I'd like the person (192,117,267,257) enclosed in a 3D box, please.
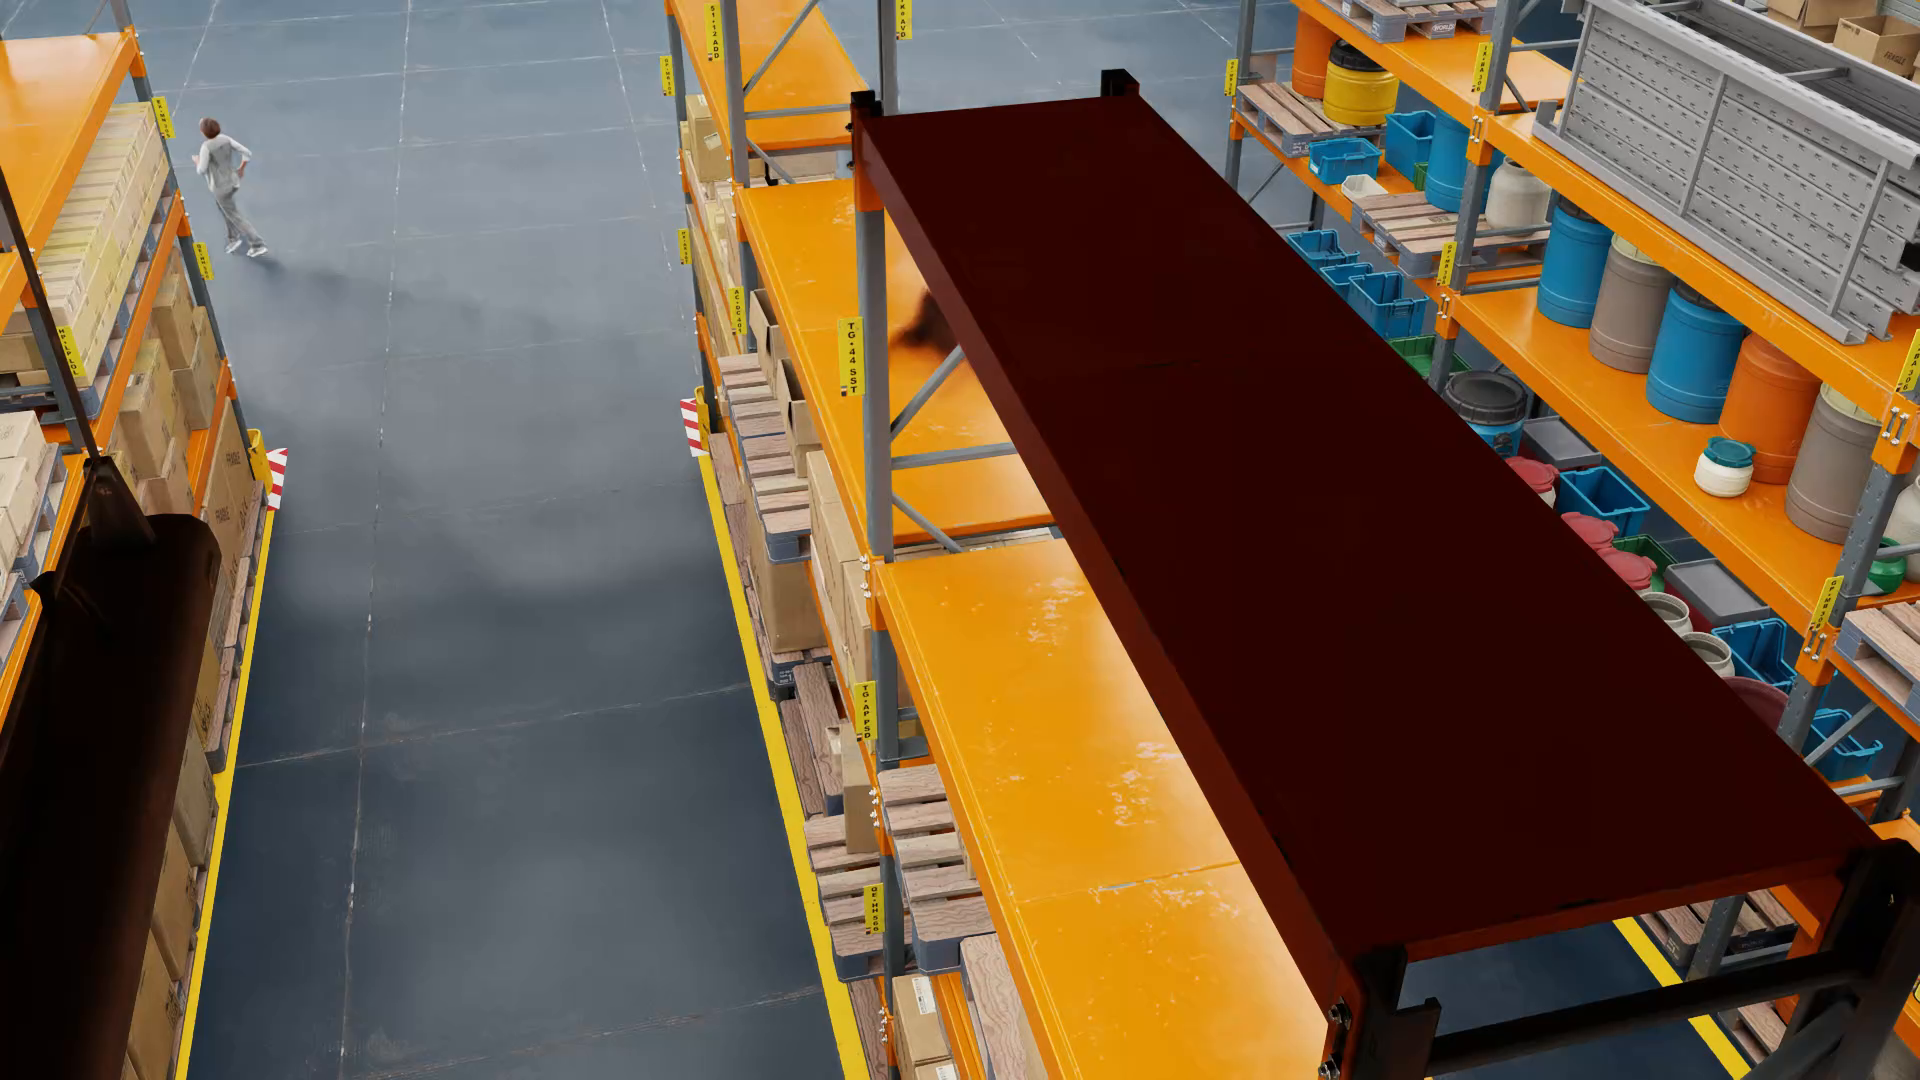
[{"bbox_3d":[-8.061,-3.860,18.305,0.728,1.646,0.507,10,36,14],"label":"person"}]
